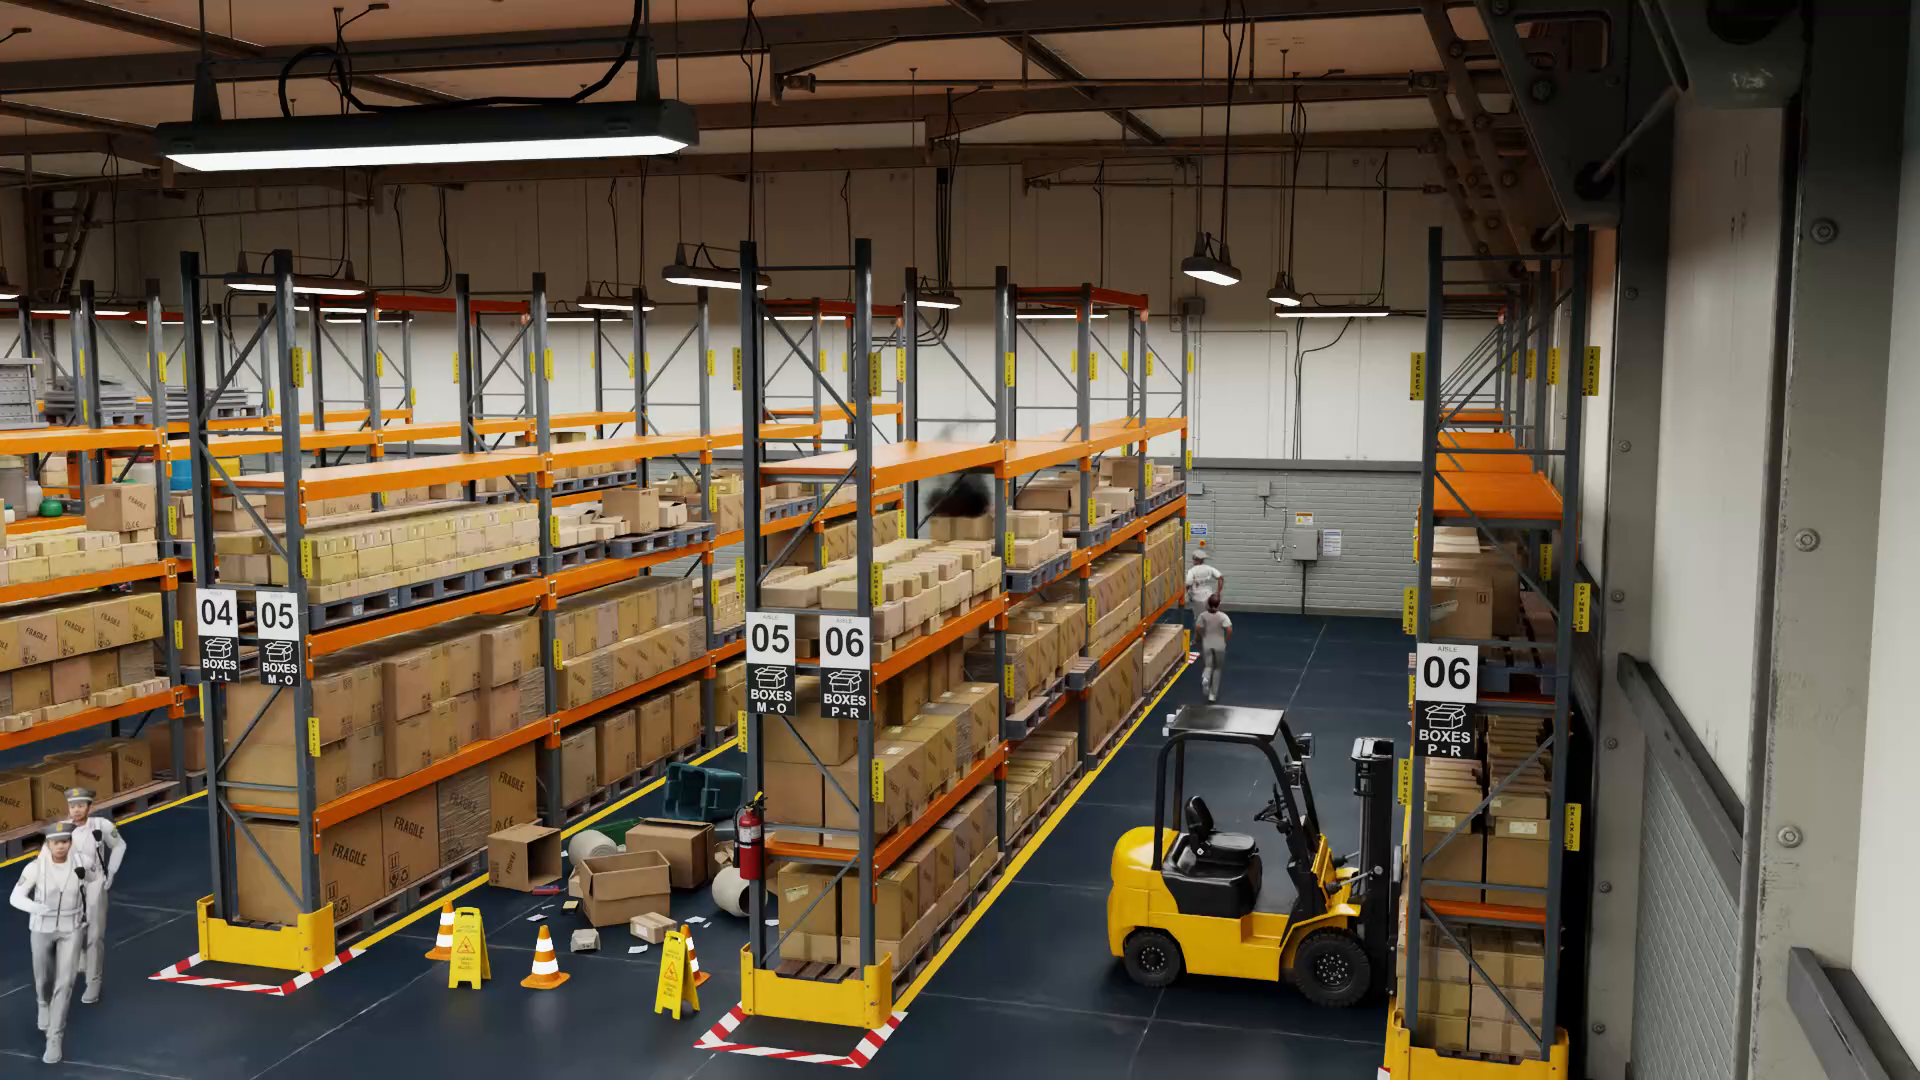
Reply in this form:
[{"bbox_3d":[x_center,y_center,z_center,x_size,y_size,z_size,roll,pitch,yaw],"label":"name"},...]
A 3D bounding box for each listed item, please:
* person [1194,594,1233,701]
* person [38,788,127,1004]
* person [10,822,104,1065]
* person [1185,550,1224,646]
[{"bbox_3d":[3.760,1.610,24.647,0.565,1.644,0.648,2,7,15],"label":"person"},{"bbox_3d":[-7.119,2.827,13.520,0.636,1.710,0.777,-3,7,-23],"label":"person"},{"bbox_3d":[-6.743,2.935,12.453,0.616,1.719,0.854,-3,7,-27],"label":"person"},{"bbox_3d":[4.152,1.048,28.954,0.671,1.783,0.877,-4,8,-34],"label":"person"}]
